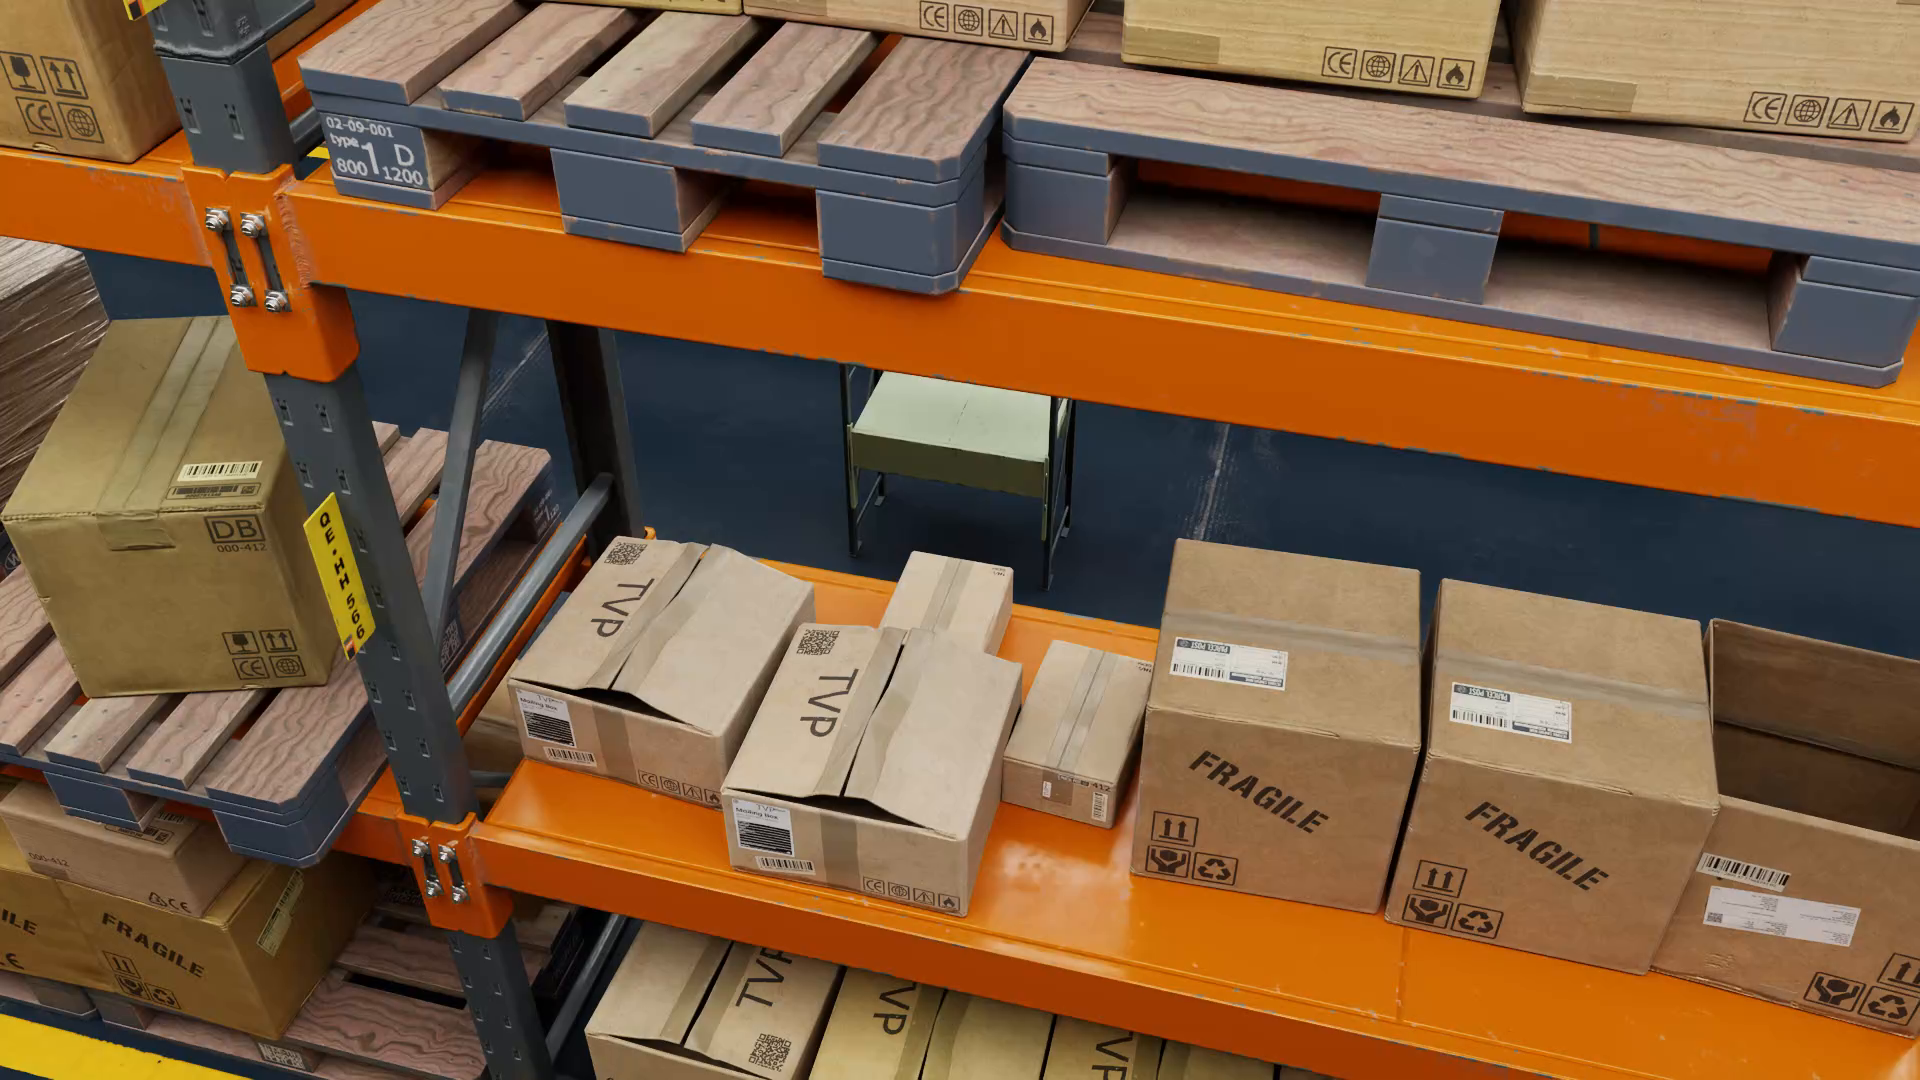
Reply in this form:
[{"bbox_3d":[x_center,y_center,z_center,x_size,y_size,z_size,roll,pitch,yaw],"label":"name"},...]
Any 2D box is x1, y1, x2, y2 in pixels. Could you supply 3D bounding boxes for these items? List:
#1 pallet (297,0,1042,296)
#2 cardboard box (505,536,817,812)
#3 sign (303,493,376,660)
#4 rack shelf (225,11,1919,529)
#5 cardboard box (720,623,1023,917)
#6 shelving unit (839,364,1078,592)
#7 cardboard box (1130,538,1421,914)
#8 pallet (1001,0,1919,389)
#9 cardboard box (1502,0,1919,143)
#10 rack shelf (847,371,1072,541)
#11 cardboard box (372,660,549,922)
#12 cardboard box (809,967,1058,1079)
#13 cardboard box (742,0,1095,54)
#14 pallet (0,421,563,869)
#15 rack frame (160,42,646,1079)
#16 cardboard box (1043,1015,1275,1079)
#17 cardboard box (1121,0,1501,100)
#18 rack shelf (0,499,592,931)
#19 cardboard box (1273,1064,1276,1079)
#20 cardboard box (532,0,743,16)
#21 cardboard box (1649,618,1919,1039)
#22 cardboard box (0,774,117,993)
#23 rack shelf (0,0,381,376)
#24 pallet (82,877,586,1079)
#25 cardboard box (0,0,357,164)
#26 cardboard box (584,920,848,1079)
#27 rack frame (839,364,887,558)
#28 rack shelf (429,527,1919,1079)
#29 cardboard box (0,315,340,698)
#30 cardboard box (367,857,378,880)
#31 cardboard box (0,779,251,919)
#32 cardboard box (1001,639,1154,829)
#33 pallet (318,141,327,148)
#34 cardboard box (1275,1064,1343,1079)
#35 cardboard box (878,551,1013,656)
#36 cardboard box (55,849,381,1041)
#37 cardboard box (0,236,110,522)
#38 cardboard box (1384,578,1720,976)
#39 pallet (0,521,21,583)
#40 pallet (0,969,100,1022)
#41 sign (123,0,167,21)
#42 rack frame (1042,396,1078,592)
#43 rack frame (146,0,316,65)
[{"bbox_3d":[-0.304,-0.877,2.776,1.003,0.211,1.213,12,41,13],"label":"pallet"},{"bbox_3d":[-0.643,0.264,3.672,0.500,0.311,0.500,12,42,14],"label":"cardboard box"},{"bbox_3d":[-1.114,0.068,2.998,0.005,0.325,0.100,10,41,11],"label":"sign"},{"bbox_3d":[0.949,-0.398,2.619,4.000,0.370,1.077,10,41,11],"label":"rack shelf"},{"bbox_3d":[-0.169,0.446,3.456,0.500,0.311,0.500,9,41,11],"label":"cardboard box"},{"bbox_3d":[0.006,-0.573,5.766,0.755,1.500,0.431,10,41,11],"label":"shelving unit"},{"bbox_3d":[0.642,0.373,3.396,0.500,0.500,0.500,8,41,9],"label":"cardboard box"},{"bbox_3d":[0.777,-0.693,2.557,1.213,0.211,1.003,12,41,13],"label":"pallet"},{"bbox_3d":[1.050,-0.801,2.329,0.500,0.250,0.500,7,40,8],"label":"cardboard box"},{"bbox_3d":[0.006,-0.324,5.976,0.720,0.370,0.431,10,41,11],"label":"rack shelf"},{"bbox_3d":[-1.348,0.678,4.712,0.500,0.500,0.500,11,41,13],"label":"cardboard box"},{"bbox_3d":[-0.043,1.171,3.898,0.500,0.311,0.500,9,41,10],"label":"cardboard box"},{"bbox_3d":[-0.019,-0.993,2.558,0.500,0.250,0.500,11,41,13],"label":"cardboard box"},{"bbox_3d":[-1.656,0.147,3.892,1.003,0.211,1.213,10,41,11],"label":"pallet"},{"bbox_3d":[-0.983,0.142,3.748,0.127,3.000,1.000,10,41,11],"label":"rack frame"},{"bbox_3d":[0.449,1.258,3.796,0.500,0.311,0.500,9,41,10],"label":"cardboard box"},{"bbox_3d":[0.531,-0.891,2.436,0.500,0.250,0.500,9,41,11],"label":"cardboard box"},{"bbox_3d":[-2.915,0.085,4.375,4.000,0.370,1.077,10,41,11],"label":"rack shelf"},{"bbox_3d":[0.932,1.555,3.877,0.500,0.250,0.500,11,41,12],"label":"cardboard box"},{"bbox_3d":[-0.530,-1.069,2.648,0.500,0.250,0.500,7,41,8],"label":"cardboard box"},{"bbox_3d":[1.635,0.544,3.193,0.500,0.500,0.500,13,42,15],"label":"cardboard box"},{"bbox_3d":[-2.447,0.835,4.525,0.500,0.500,0.500,8,41,10],"label":"cardboard box"},{"bbox_3d":[-2.915,-1.063,3.411,4.000,0.370,1.077,10,41,11],"label":"rack shelf"},{"bbox_3d":[-1.694,1.063,4.821,1.213,0.211,1.003,10,41,11],"label":"pallet"},{"bbox_3d":[-1.413,-1.096,2.813,0.500,0.500,0.910,10,41,11],"label":"cardboard box"},{"bbox_3d":[-0.553,1.089,3.996,0.500,0.311,0.500,11,41,13],"label":"cardboard box"},{"bbox_3d":[-0.347,-0.634,5.839,0.023,1.500,0.400,10,41,11],"label":"rack frame"},{"bbox_3d":[0.949,0.750,3.584,4.000,0.370,1.077,10,41,11],"label":"rack shelf"},{"bbox_3d":[-1.620,-0.091,3.622,0.500,0.500,0.700,-3,40,-3],"label":"cardboard box"},{"bbox_3d":[-1.856,0.594,4.811,0.500,0.500,0.500,8,41,10],"label":"cardboard box"},{"bbox_3d":[-2.002,0.628,4.189,0.500,0.250,0.500,11,41,13],"label":"cardboard box"},{"bbox_3d":[0.264,0.416,3.618,0.250,0.149,0.380,13,42,15],"label":"cardboard box"},{"bbox_3d":[-2.828,-2.377,8.917,1.213,0.211,1.003,10,41,11],"label":"pallet"},{"bbox_3d":[0.946,1.343,3.694,0.500,0.311,0.500,9,41,11],"label":"cardboard box"},{"bbox_3d":[-0.042,0.216,3.855,0.250,0.149,0.380,10,41,11],"label":"cardboard box"},{"bbox_3d":[-1.947,0.922,4.422,0.500,0.500,0.500,11,41,13],"label":"cardboard box"},{"bbox_3d":[-2.454,-0.362,3.944,0.500,0.500,0.700,17,43,20],"label":"cardboard box"},{"bbox_3d":[1.151,0.460,3.292,0.500,0.500,0.500,10,41,11],"label":"cardboard box"},{"bbox_3d":[-2.862,-0.105,4.191,1.213,0.211,1.003,10,41,11],"label":"pallet"},{"bbox_3d":[-2.869,0.859,5.064,1.213,0.211,1.003,10,41,11],"label":"pallet"},{"bbox_3d":[-1.125,-0.867,2.216,0.005,0.325,0.100,10,41,11],"label":"sign"},{"bbox_3d":[0.360,-0.512,5.694,0.023,1.500,0.400,10,41,11],"label":"rack frame"},{"bbox_3d":[-0.983,-2.155,1.819,0.127,3.000,1.000,10,41,11],"label":"rack frame"}]
